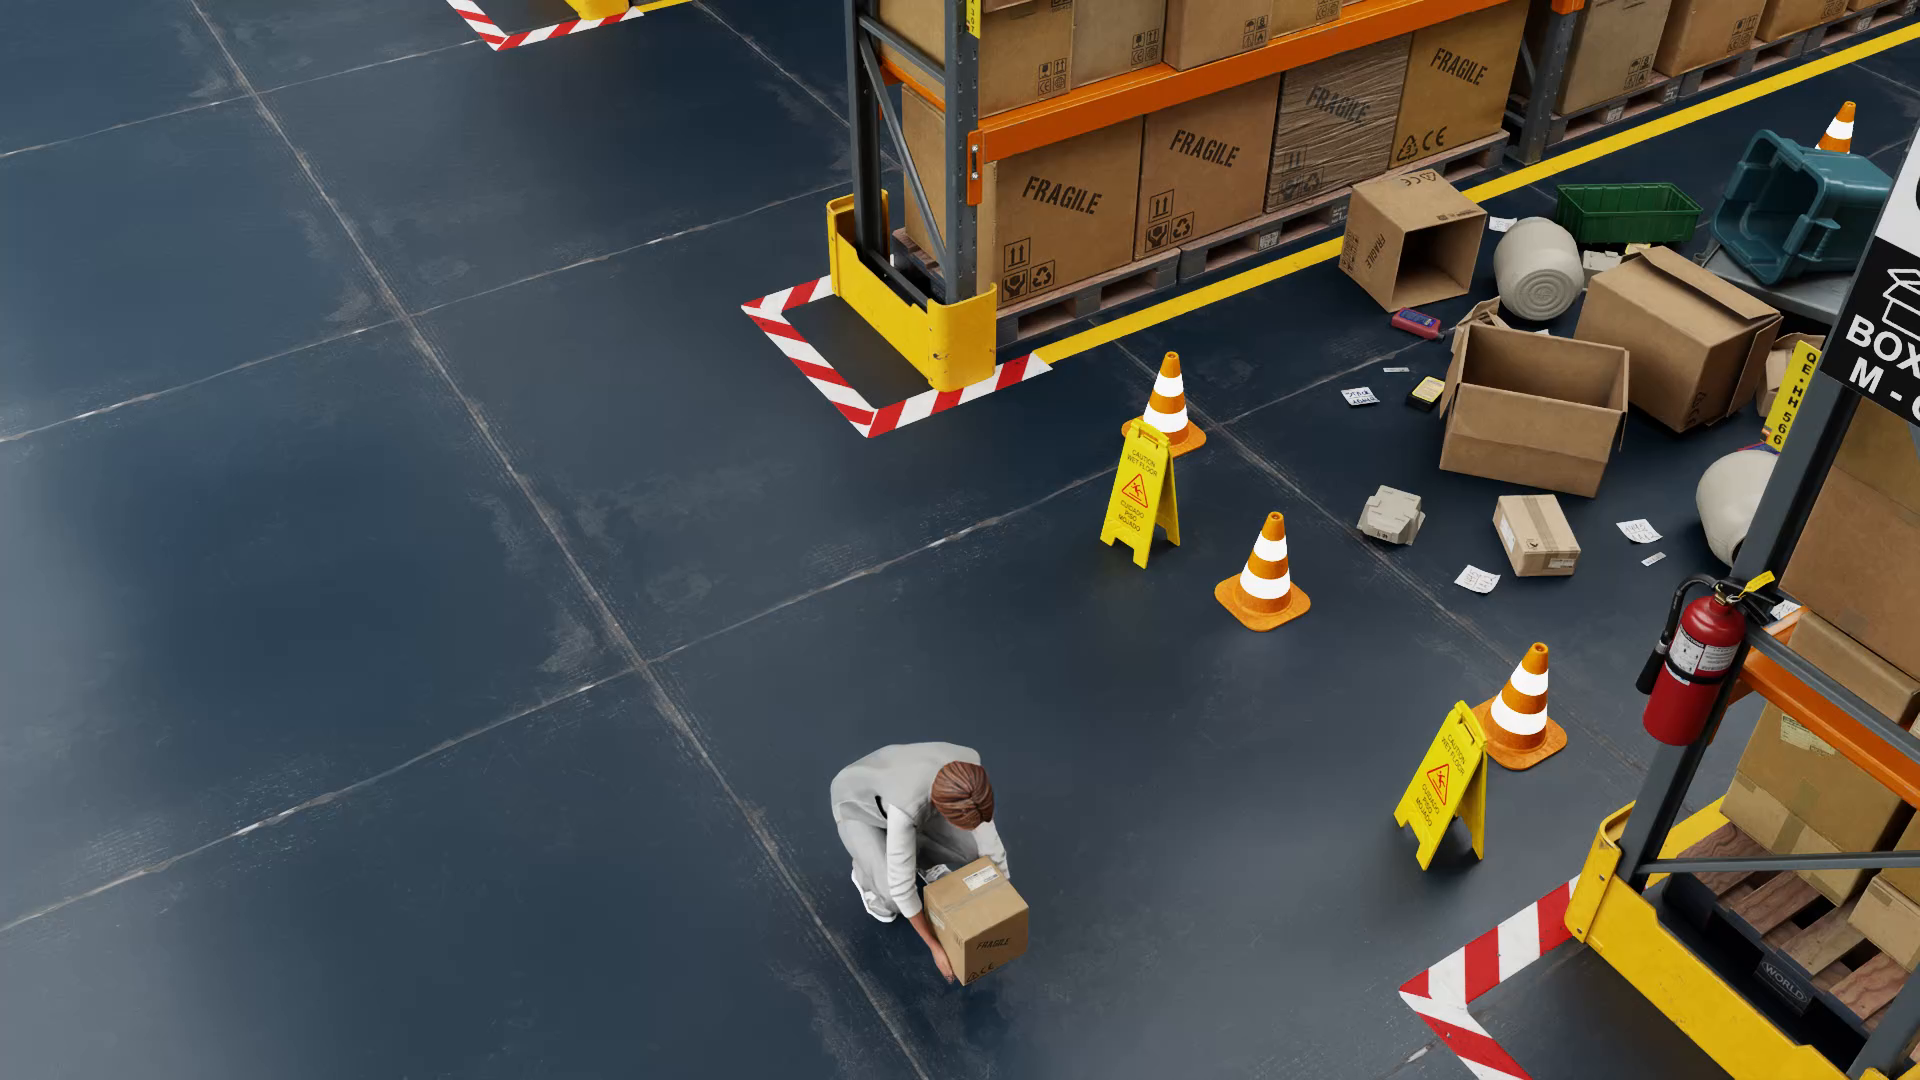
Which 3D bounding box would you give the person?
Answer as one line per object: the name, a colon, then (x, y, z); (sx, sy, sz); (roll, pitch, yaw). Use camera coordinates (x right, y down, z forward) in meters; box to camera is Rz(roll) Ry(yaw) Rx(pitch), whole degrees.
person: (-0.132, 0.982, 5.598); (0.433, 0.884, 0.817); (-23, 46, -24)
